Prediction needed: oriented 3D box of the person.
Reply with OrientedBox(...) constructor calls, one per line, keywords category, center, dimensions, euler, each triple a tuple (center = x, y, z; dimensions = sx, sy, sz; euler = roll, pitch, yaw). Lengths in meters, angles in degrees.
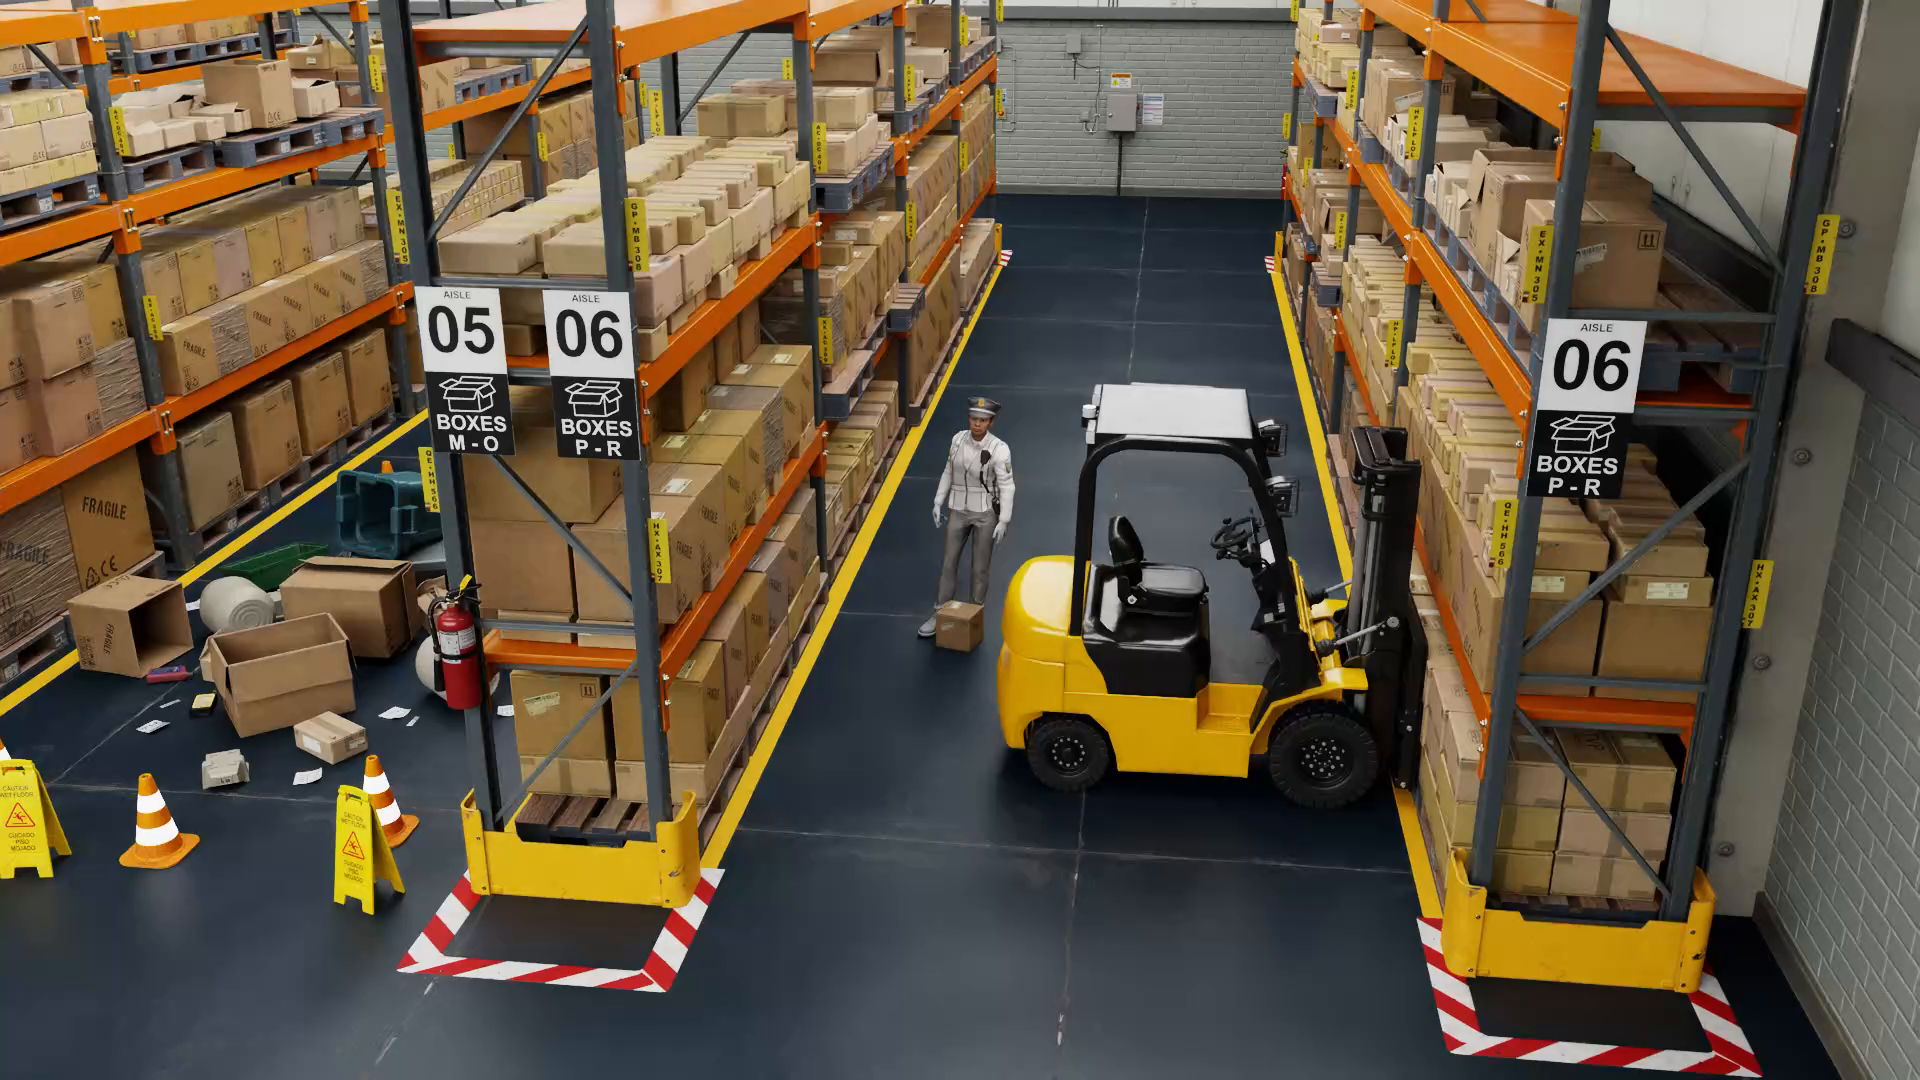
OrientedBox(category="person", center=(0.062, -0.157, 11.416), dimensions=(0.587, 1.694, 0.529), euler=(10, 23, 24))
